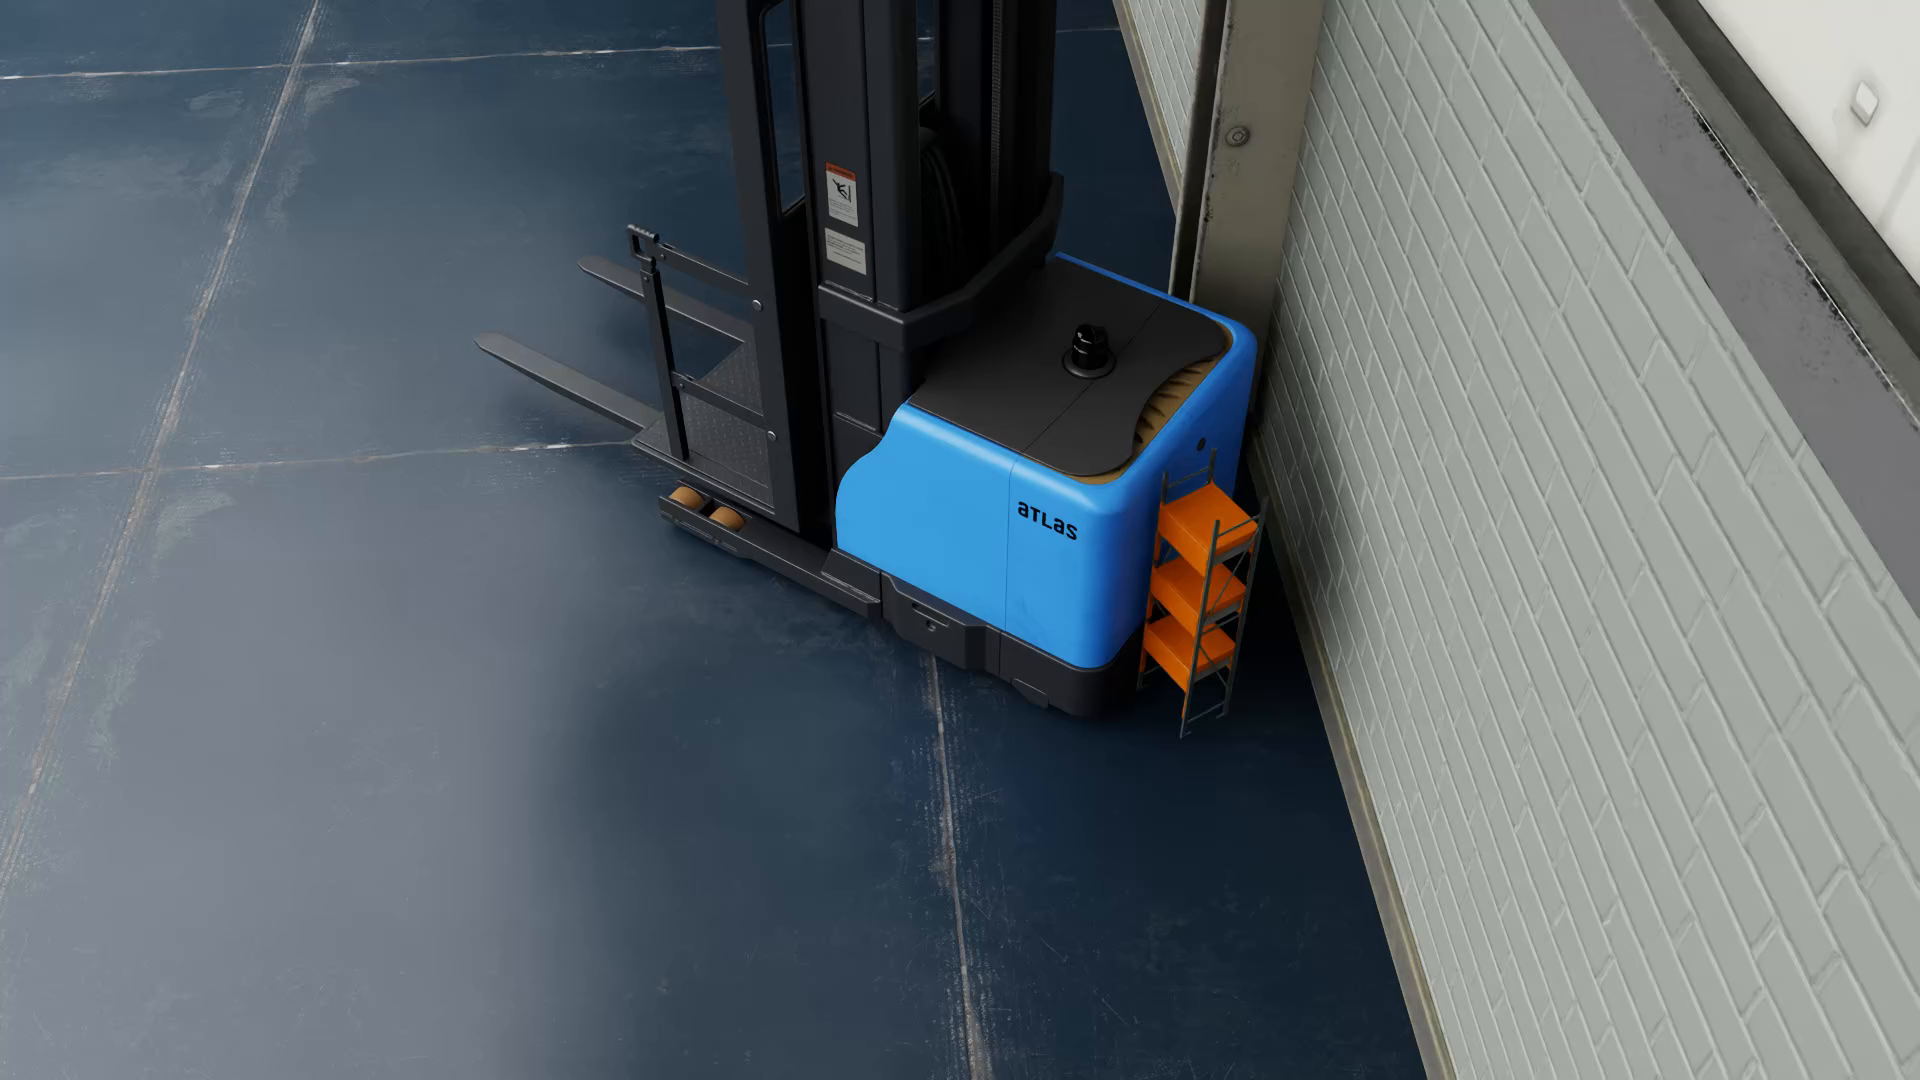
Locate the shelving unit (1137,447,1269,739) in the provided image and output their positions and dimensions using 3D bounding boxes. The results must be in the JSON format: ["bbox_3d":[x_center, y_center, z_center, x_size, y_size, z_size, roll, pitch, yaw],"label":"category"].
[{"bbox_3d":[0.763,0.194,5.343,0.215,1.050,0.252,-25,51,-22],"label":"shelving unit"}]

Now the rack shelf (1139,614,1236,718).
[{"bbox_3d":[0.763,0.393,5.553,0.215,0.259,0.240,-25,51,-22],"label":"rack shelf"}]

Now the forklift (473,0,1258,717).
[{"bbox_3d":[-0.521,-1.259,5.424,3.031,2.935,1.130,26,52,22],"label":"forklift"}]

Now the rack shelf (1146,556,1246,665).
[{"bbox_3d":[0.763,0.201,5.351,0.215,0.259,0.240,-25,51,-22],"label":"rack shelf"}]

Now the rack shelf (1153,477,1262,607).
[{"bbox_3d":[0.763,0.006,5.145,0.215,0.259,0.240,-25,51,-22],"label":"rack shelf"}]

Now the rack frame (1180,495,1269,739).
[{"bbox_3d":[0.829,0.269,5.272,0.200,1.050,0.008,-25,51,-22],"label":"rack frame"}]

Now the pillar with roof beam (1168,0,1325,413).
[{"bbox_3d":[-3.302,-3.361,3.235,9.100,9.000,0.400,-3,47,-3],"label":"pillar with roof beam"}]

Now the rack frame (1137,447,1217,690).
[{"bbox_3d":[0.698,0.119,5.414,0.200,1.050,0.008,-25,51,-22],"label":"rack frame"}]
